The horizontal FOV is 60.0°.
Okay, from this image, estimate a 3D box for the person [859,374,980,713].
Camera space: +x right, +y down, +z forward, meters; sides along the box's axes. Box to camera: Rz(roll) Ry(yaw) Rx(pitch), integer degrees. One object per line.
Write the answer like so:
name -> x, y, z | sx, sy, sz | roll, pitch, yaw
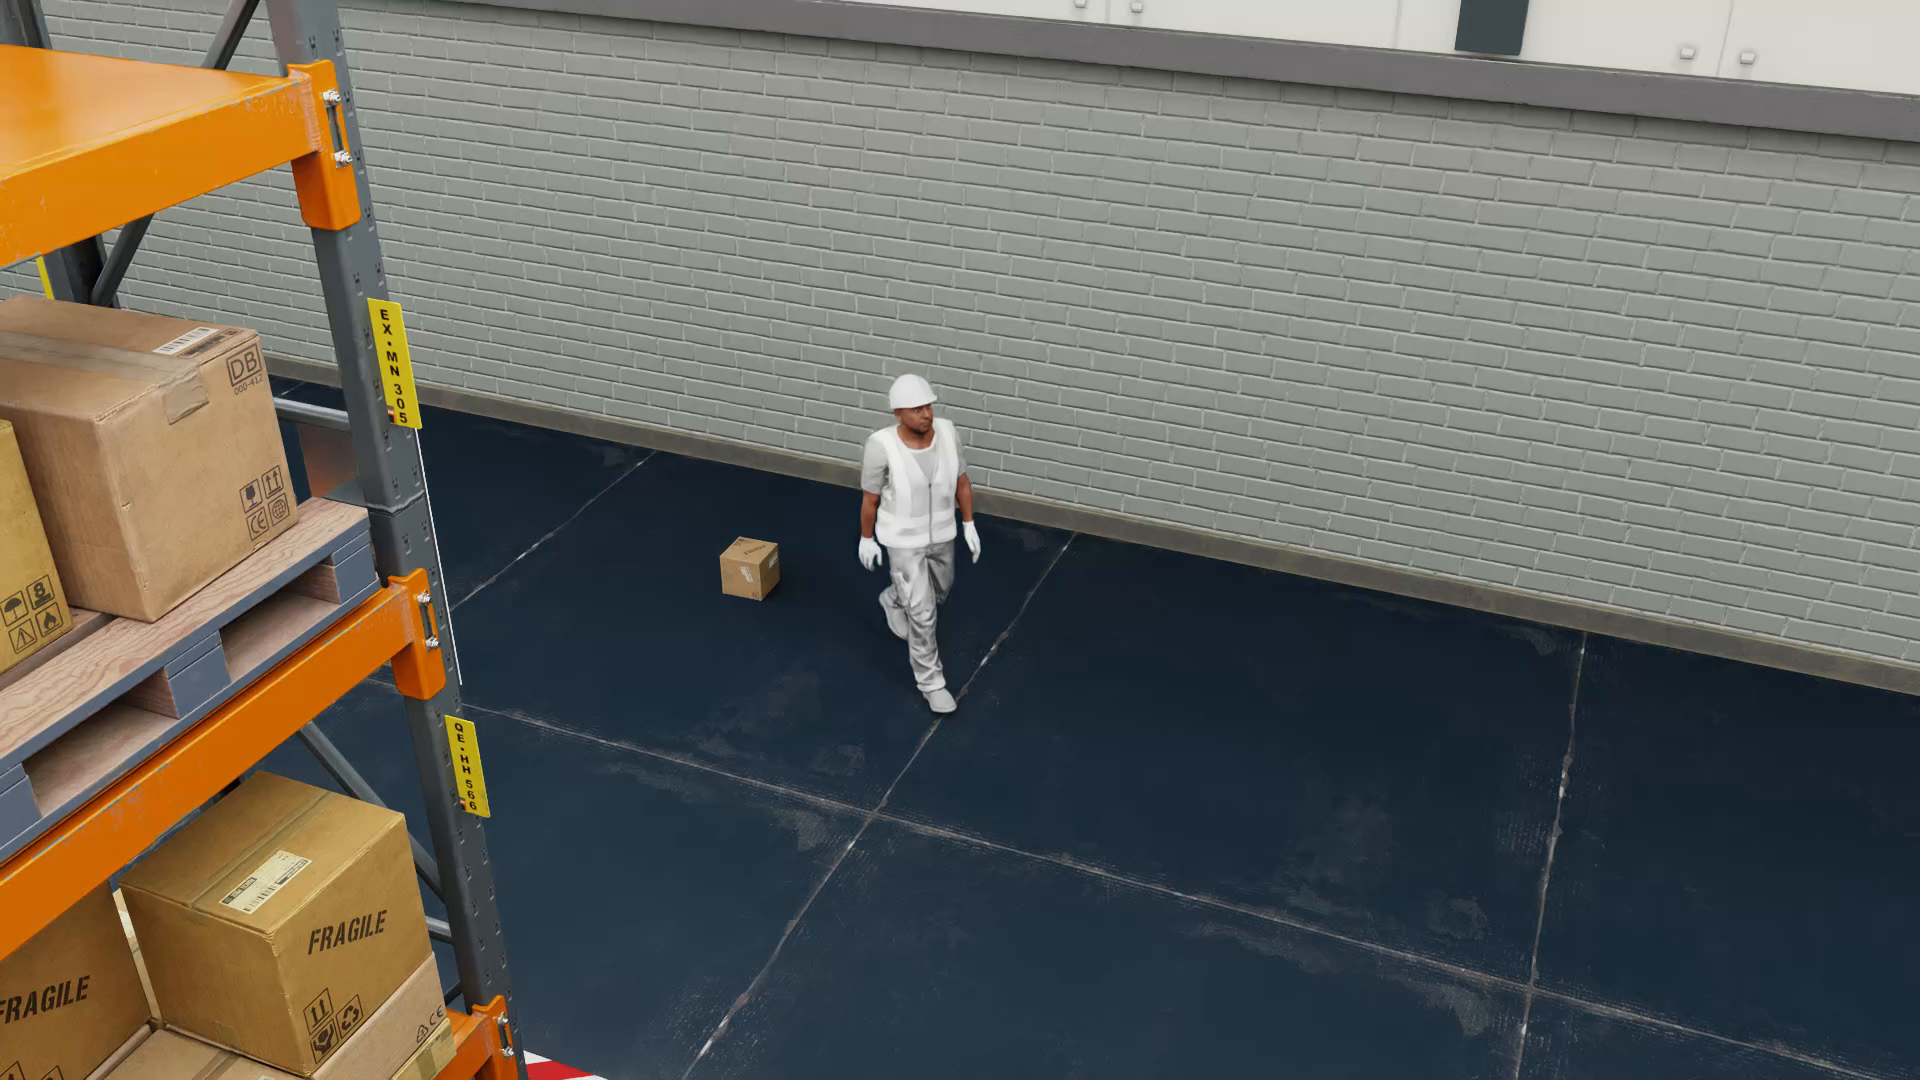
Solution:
person -> -0.227, -0.051, 8.471 | 0.581, 1.757, 0.947 | -16, 33, -26
